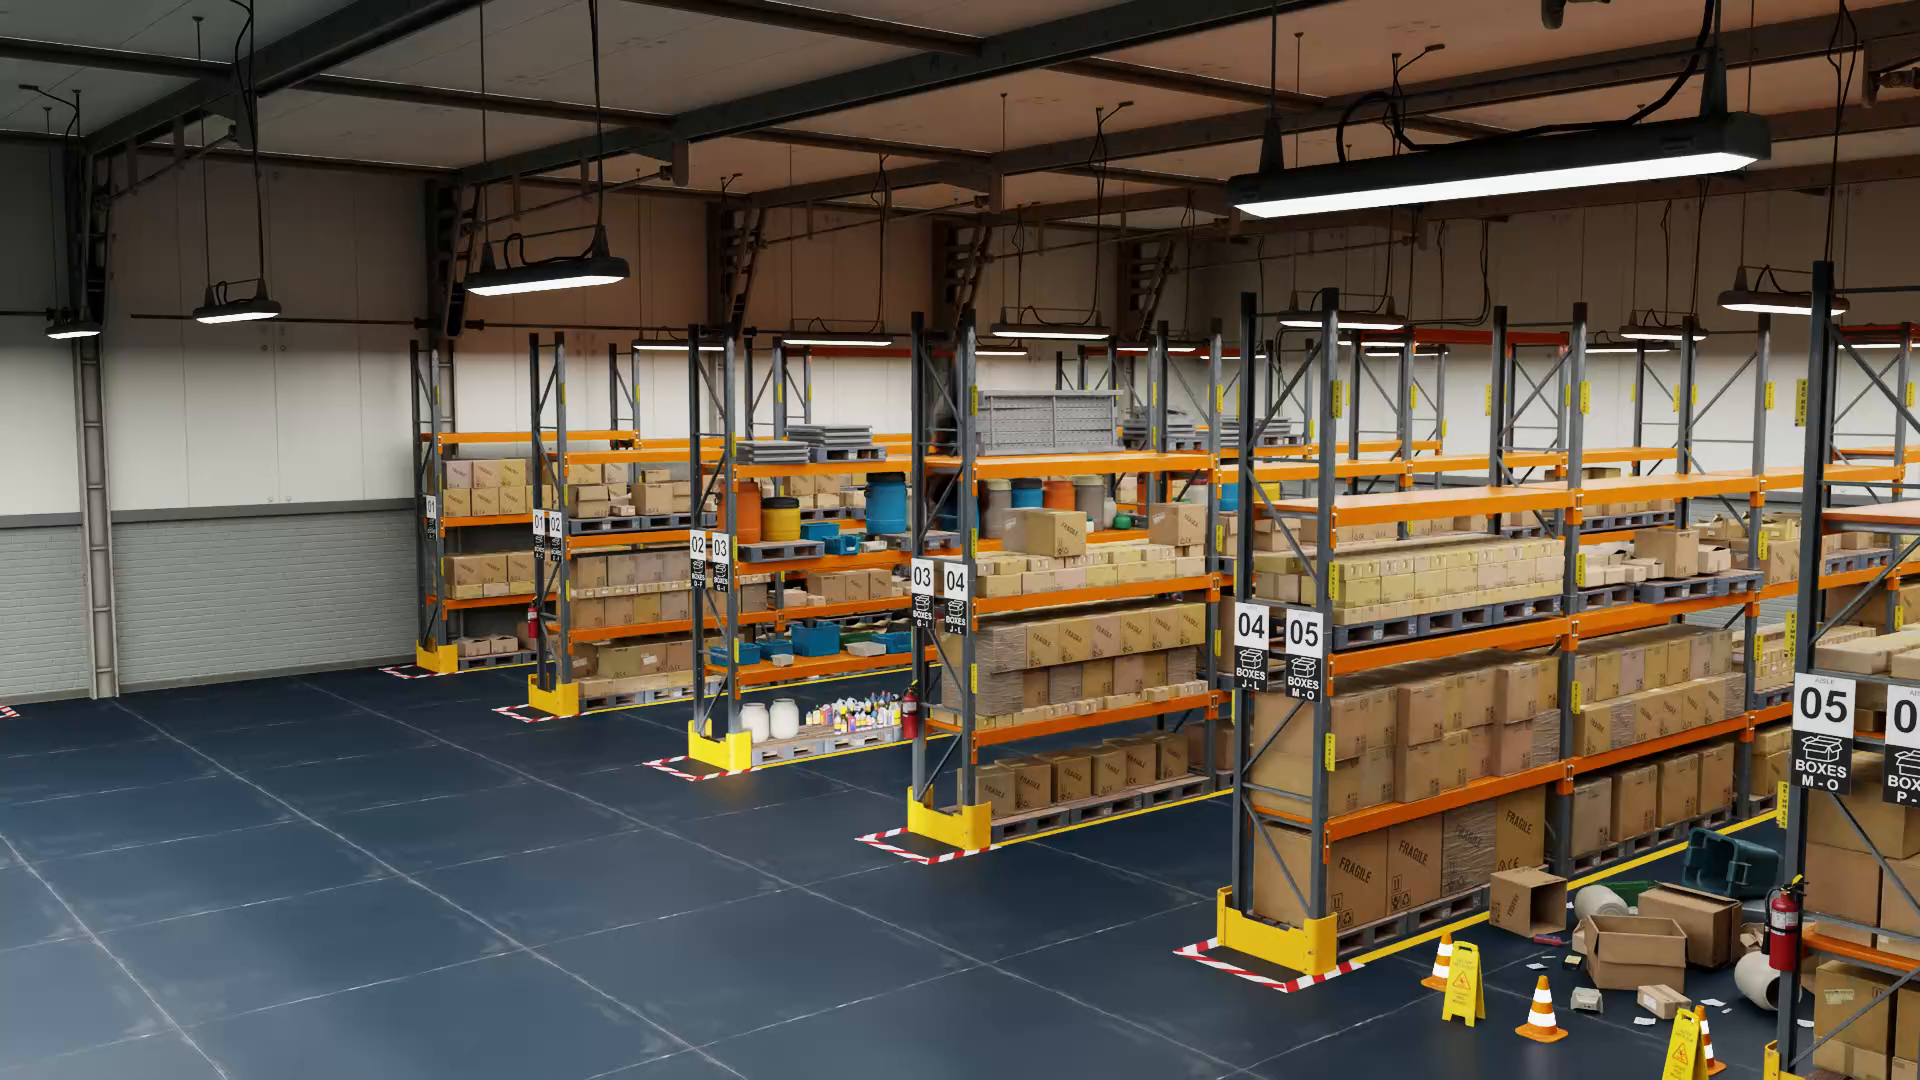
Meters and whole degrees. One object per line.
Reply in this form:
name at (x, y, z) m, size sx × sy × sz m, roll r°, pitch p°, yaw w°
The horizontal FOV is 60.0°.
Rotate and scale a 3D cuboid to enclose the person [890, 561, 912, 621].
person at (-1.156, 1.168, 34.055) m, size 0.677 × 1.763 × 0.851 m, roll 4°, pitch 7°, yaw 40°
